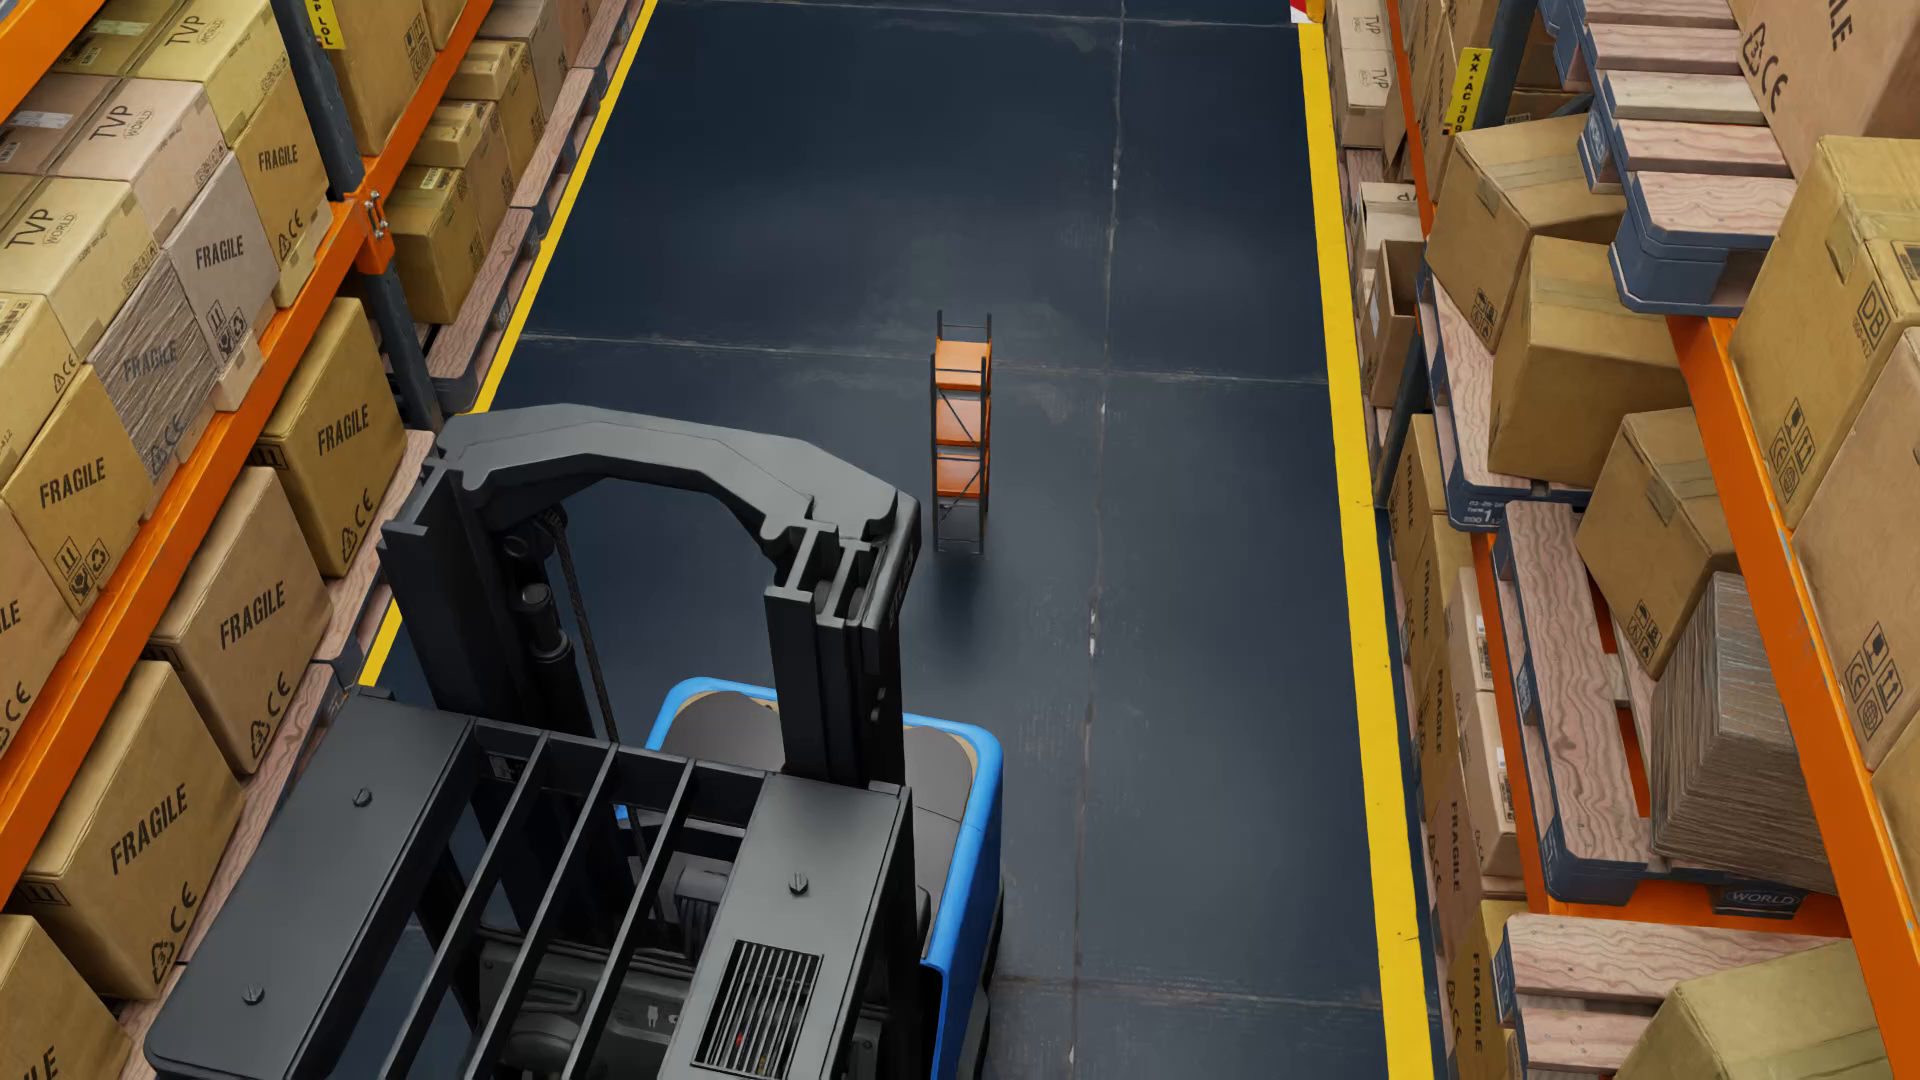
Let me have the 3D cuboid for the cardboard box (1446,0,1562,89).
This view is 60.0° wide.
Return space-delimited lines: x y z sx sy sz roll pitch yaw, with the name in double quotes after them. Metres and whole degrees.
2.001 -1.910 5.719 0.500 0.500 0.500 4 48 4 "cardboard box"

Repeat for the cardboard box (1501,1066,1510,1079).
1.700 1.781 4.484 0.500 0.500 0.500 6 48 5 "cardboard box"

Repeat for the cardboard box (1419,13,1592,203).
2.003 -1.568 6.084 0.500 0.500 0.500 5 48 4 "cardboard box"

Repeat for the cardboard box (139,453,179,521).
-2.629 -0.204 5.061 0.380 0.149 0.250 3 48 2 "cardboard box"

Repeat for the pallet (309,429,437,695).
-2.716 0.033 6.577 1.003 0.211 1.213 4 48 4 "pallet"

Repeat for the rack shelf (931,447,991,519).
0.005 -0.199 6.611 0.215 0.259 0.240 4 48 4 "rack shelf"

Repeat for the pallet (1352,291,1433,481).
2.277 -0.713 7.260 1.003 0.211 1.213 4 48 4 "pallet"

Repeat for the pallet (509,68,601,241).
-2.465 -1.992 8.429 1.003 0.211 1.213 4 48 4 "pallet"

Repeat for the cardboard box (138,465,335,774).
-2.728 0.243 5.667 0.750 0.750 0.750 5 48 5 "cardboard box"

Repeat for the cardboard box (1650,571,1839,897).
2.067 0.484 3.922 0.700 0.500 0.500 12 49 11 "cardboard box"

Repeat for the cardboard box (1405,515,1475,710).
1.889 0.277 5.860 0.500 0.500 0.500 4 48 4 "cardboard box"

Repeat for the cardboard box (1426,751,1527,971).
1.789 1.015 5.185 0.500 0.500 0.500 2 48 2 "cardboard box"

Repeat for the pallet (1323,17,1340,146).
2.499 -2.506 8.900 1.003 0.211 1.213 4 48 4 "pallet"

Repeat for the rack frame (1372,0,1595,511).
2.213 -1.150 5.769 1.000 3.000 0.127 4 48 4 "rack frame"

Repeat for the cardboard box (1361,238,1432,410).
1.982 -0.893 6.929 0.500 0.500 0.500 4 48 4 "cardboard box"

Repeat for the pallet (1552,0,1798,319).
1.992 -0.862 3.600 1.213 0.211 1.003 4 48 4 "pallet"

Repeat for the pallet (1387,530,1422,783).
2.177 0.391 6.249 1.003 0.211 1.213 4 48 4 "pallet"

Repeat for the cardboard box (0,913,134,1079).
-2.887 1.511 4.507 0.750 0.750 0.750 3 48 3 "cardboard box"

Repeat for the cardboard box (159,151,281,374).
-2.548 -0.890 5.248 0.500 0.500 0.500 4 48 4 "cardboard box"

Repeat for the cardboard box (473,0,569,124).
-2.411 -2.459 8.376 0.700 0.500 0.500 2 48 2 "cardboard box"

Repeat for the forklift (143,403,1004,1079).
-0.680 1.269 3.603 1.130 2.935 3.031 9 48 8 "forklift"

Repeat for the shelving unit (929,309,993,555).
0.005 -0.394 6.399 0.215 1.050 0.252 4 48 4 "shelving unit"

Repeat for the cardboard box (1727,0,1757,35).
2.055 -1.514 3.649 0.600 0.600 0.600 3 48 3 "cardboard box"

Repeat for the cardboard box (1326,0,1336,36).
2.174 -2.813 8.912 0.380 0.166 0.250 4 48 4 "cardboard box"

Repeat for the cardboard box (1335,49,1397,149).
2.154 -2.195 8.290 0.500 0.250 0.500 4 48 4 "cardboard box"

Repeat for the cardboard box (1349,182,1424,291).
2.051 -1.380 7.503 0.500 0.311 0.500 4 48 4 "cardboard box"

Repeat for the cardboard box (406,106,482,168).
-2.337 -1.779 7.315 0.380 0.149 0.250 5 48 5 "cardboard box"

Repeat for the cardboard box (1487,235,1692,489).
1.948 -0.483 4.807 0.700 0.500 0.500 11 48 10 "cardboard box"

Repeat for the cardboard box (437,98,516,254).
-2.501 -1.690 7.672 0.700 0.500 0.500 3 48 3 "cardboard box"

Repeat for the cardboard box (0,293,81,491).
-2.657 -0.390 4.282 0.500 0.250 0.500 3 48 3 "cardboard box"

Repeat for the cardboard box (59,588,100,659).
-2.695 0.183 4.707 0.380 0.149 0.250 4 48 4 "cardboard box"

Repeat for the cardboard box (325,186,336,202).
-2.761 -1.447 7.010 0.380 0.149 0.250 4 48 3 "cardboard box"

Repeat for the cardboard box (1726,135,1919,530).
1.949 -0.337 2.924 0.910 0.500 0.500 4 48 4 "cardboard box"

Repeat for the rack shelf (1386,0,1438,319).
2.395 -2.377 7.379 1.077 0.370 4.000 4 48 4 "rack shelf"

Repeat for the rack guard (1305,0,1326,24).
2.571 -3.190 9.329 1.175 0.500 0.348 4 48 4 "rack guard"

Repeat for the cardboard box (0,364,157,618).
-2.643 -0.154 4.575 0.500 0.500 0.500 5 48 5 "cardboard box"

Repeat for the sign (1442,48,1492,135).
1.672 -1.473 5.478 0.100 0.325 0.005 4 48 4 "sign"

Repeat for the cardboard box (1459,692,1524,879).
1.790 0.735 4.933 0.500 0.250 0.500 3 48 3 "cardboard box"

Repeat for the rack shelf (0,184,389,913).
-2.903 0.232 4.993 1.077 0.370 4.000 4 48 4 "rack shelf"

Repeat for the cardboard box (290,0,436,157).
-2.655 -1.979 6.324 0.980 0.700 0.700 5 48 4 "cardboard box"

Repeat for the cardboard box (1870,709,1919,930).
1.855 0.420 2.232 0.910 0.500 0.500 4 48 4 "cardboard box"

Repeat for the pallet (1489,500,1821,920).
2.021 0.425 4.459 1.003 0.211 1.213 4 48 4 "pallet"

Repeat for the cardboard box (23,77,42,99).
-3.063 -1.169 4.995 0.500 0.250 0.500 4 48 4 "cardboard box"

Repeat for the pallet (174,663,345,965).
-2.824 0.932 5.755 1.003 0.211 1.213 4 48 4 "pallet"

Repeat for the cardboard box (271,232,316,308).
-2.469 -0.948 5.741 0.380 0.149 0.250 5 48 4 "cardboard box"

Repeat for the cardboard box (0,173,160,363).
-2.611 -0.764 4.625 0.500 0.250 0.500 5 48 4 "cardboard box"

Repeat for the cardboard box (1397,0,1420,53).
2.093 -2.325 6.776 0.500 0.500 0.500 5 48 4 "cardboard box"

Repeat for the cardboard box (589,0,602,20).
-2.320 -3.197 9.050 0.700 0.500 0.500 4 48 4 "cardboard box"

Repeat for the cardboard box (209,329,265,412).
-2.503 -0.562 5.388 0.380 0.149 0.250 4 48 4 "cardboard box"

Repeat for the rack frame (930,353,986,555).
-0.006 -0.304 6.317 0.200 1.050 0.008 4 48 4 "rack frame"
